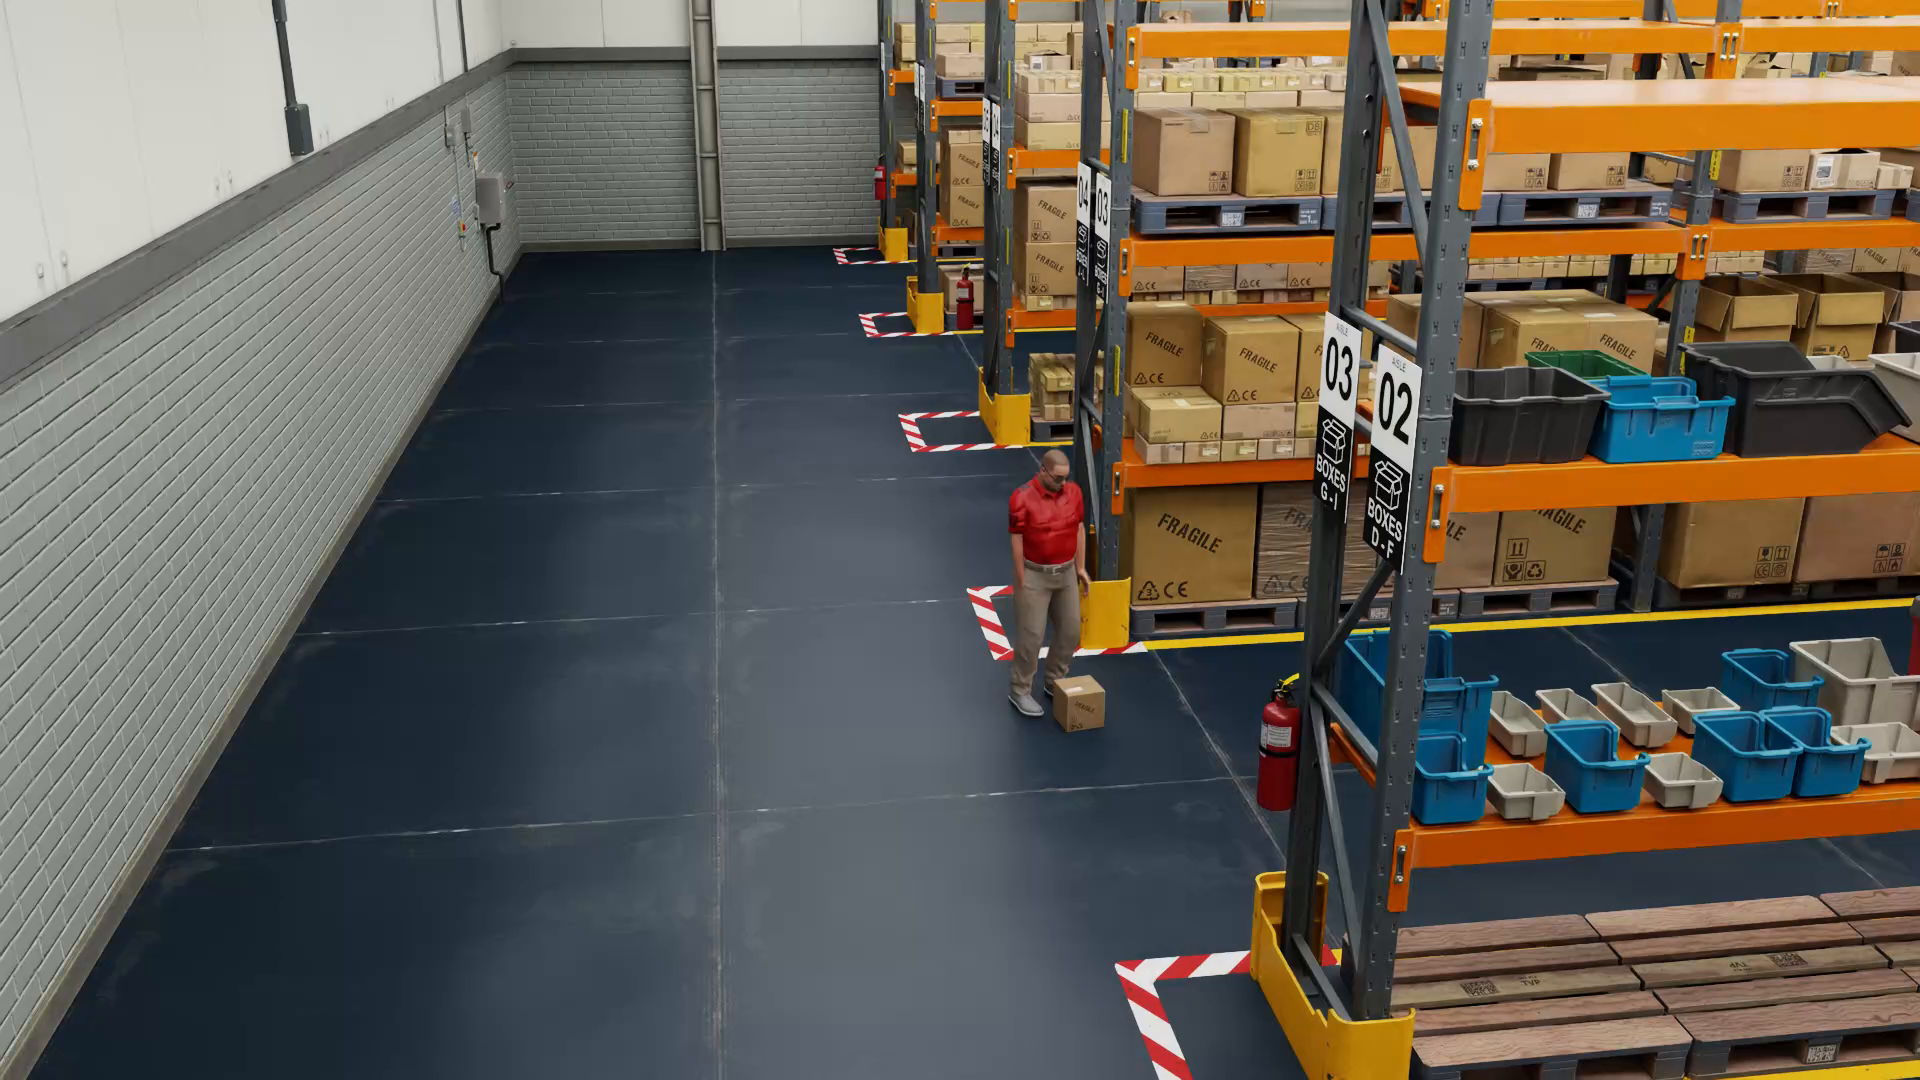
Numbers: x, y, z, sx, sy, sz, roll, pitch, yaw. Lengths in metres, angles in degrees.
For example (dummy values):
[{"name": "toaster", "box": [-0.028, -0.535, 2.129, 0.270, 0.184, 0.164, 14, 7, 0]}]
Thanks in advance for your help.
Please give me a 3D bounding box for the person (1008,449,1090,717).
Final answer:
[{"name": "person", "box": [0.561, 0.244, 10.461, 0.538, 1.712, 0.366, -11, 23, -28]}]
